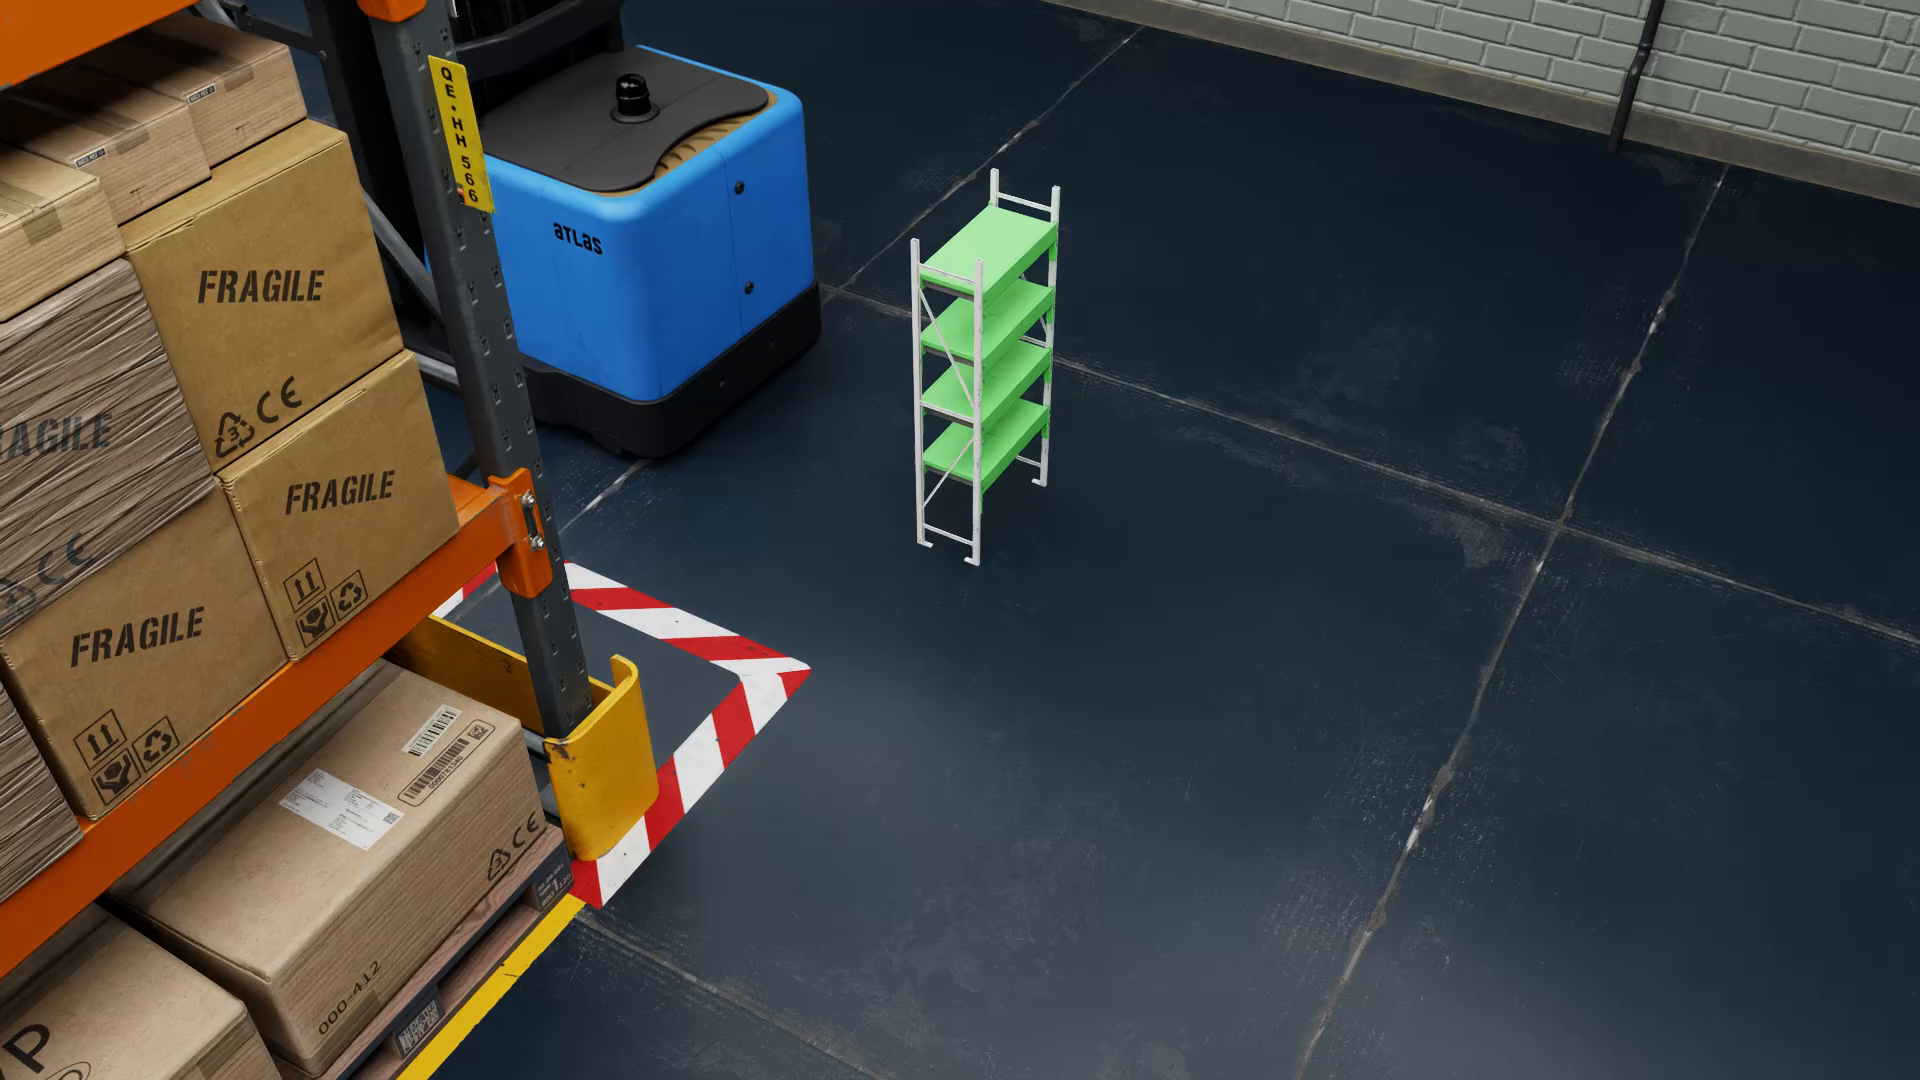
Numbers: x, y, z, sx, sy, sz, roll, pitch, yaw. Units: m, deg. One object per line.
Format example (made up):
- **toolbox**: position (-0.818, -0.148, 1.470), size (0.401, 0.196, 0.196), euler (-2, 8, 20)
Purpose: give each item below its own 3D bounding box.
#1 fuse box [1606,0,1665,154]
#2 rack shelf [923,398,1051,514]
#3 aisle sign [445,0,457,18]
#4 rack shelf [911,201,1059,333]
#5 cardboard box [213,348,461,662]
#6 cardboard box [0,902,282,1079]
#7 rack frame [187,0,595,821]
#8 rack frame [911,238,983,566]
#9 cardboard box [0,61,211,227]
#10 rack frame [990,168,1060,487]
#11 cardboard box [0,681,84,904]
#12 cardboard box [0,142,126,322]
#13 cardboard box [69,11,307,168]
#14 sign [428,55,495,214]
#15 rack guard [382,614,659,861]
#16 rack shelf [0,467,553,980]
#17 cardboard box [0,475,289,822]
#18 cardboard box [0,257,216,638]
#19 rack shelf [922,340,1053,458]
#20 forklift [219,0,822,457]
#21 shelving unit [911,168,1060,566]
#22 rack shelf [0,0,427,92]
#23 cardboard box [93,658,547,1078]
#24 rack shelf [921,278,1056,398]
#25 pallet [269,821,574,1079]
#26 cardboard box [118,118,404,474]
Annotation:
- **fuse box**: position (3.080, -2.449, 7.236), size (0.539, 1.711, 0.414), euler (21, 45, 22)
- **rack shelf**: position (0.083, -0.317, 5.662), size (0.258, 0.148, 0.480), euler (21, 45, 22)
- **aisle sign**: position (-1.162, -1.390, 3.092), size (0.394, 0.787, 0.004), euler (21, 45, 22)
- **rack shelf**: position (0.083, -0.857, 5.186), size (0.258, 0.148, 0.480), euler (21, 45, 22)
- **cardboard box**: position (-1.479, -0.150, 3.575), size (0.500, 0.500, 0.500), euler (21, 46, 22)
- **cardboard box**: position (-2.161, 1.265, 3.665), size (0.875, 0.438, 0.875), euler (22, 46, 23)
- **rack frame**: position (-1.467, -0.476, 4.021), size (1.000, 3.000, 0.127), euler (21, 45, 22)
- **rack frame**: position (-0.039, -0.405, 5.302), size (0.240, 1.200, 0.015), euler (21, 45, 22)
- **cardboard box**: position (-1.579, -0.708, 2.961), size (0.380, 0.149, 0.250), euler (22, 46, 23)
- **rack frame**: position (0.205, -0.685, 5.620), size (0.240, 1.200, 0.015), euler (21, 45, 22)
- **cardboard box**: position (-1.992, 0.430, 2.917), size (0.500, 0.500, 0.500), euler (22, 46, 23)
- **cardboard box**: position (-1.635, -0.532, 2.761), size (0.380, 0.149, 0.250), euler (20, 45, 22)
- **cardboard box**: position (-1.473, -0.861, 3.135), size (0.380, 0.149, 0.250), euler (22, 46, 23)
- **sign**: position (-1.004, -0.812, 3.347), size (0.100, 0.325, 0.005), euler (21, 45, 22)
- **rack guard**: position (-1.455, 0.448, 4.863), size (1.175, 0.500, 0.348), euler (21, 45, 22)
- **rack shelf**: position (-2.468, 0.938, 2.959), size (1.077, 0.370, 4.000), euler (21, 45, 22)
- **cardboard box**: position (-1.743, 0.132, 3.255), size (0.500, 0.500, 0.500), euler (20, 45, 21)
- **cardboard box**: position (-1.738, -0.226, 2.904), size (0.500, 0.500, 0.500), euler (21, 46, 22)
- **rack shelf**: position (0.083, -0.497, 5.503), size (0.258, 0.148, 0.480), euler (21, 45, 22)
- **forklift**: position (-2.063, -2.149, 5.973), size (3.031, 2.935, 1.130), euler (23, 46, 24)
- **shelving unit**: position (0.083, -0.545, 5.461), size (0.258, 1.200, 0.503), euler (21, 45, 22)
- **rack shelf**: position (-2.468, -0.187, 1.968), size (1.077, 0.370, 4.000), euler (21, 45, 22)
- **cardboard box**: position (-1.710, 0.739, 4.263), size (0.875, 0.438, 0.875), euler (19, 45, 21)
- **rack shelf**: position (0.083, -0.677, 5.345), size (0.258, 0.148, 0.480), euler (21, 45, 22)
- **pallet**: position (-1.799, 1.054, 4.394), size (1.003, 0.211, 1.213), euler (21, 45, 22)
- **cardboard box**: position (-1.502, -0.534, 3.255), size (0.500, 0.500, 0.500), euler (22, 46, 23)
